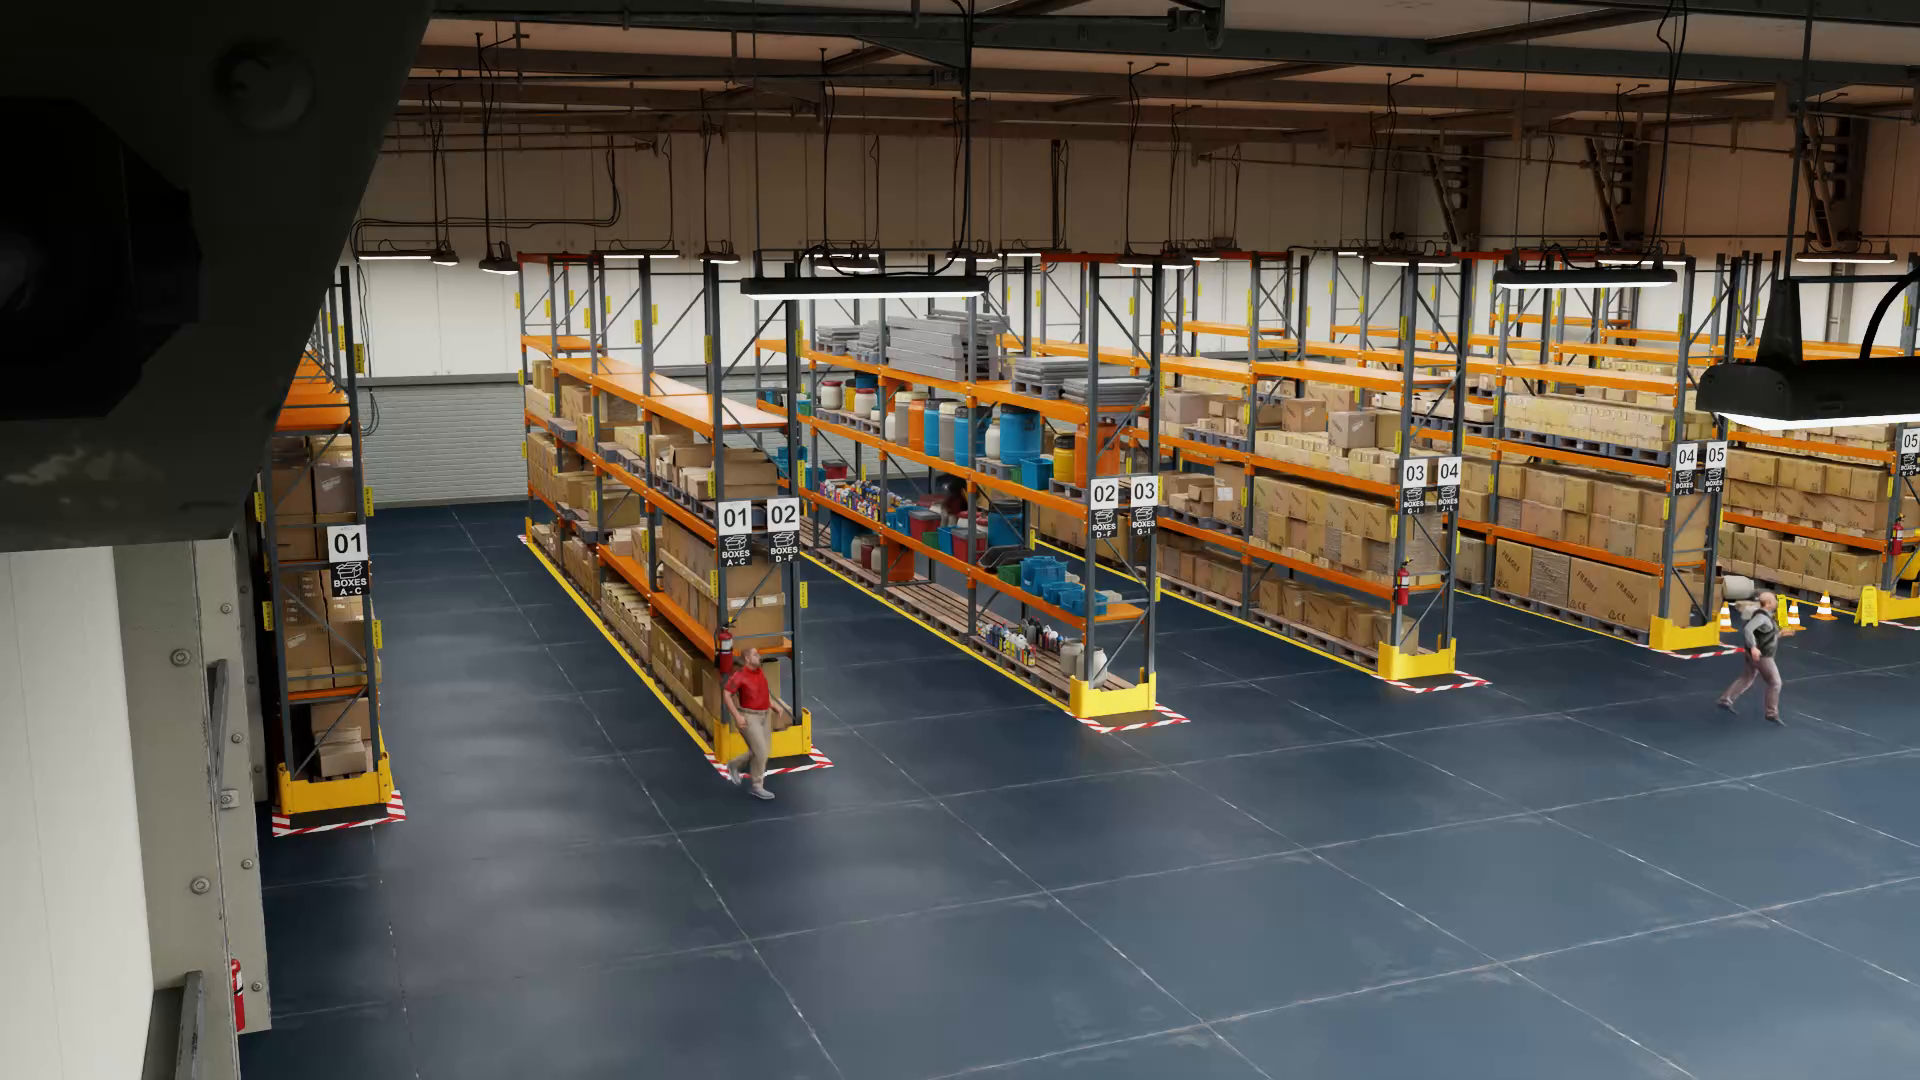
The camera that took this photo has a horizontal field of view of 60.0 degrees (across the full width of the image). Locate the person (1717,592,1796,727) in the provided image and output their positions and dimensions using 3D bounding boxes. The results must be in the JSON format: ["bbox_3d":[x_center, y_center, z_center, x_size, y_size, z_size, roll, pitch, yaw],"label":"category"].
[{"bbox_3d":[10.432,1.537,21.741,0.862,1.751,0.627,3,11,14],"label":"person"}]

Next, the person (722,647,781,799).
[{"bbox_3d":[-2.366,2.079,19.095,0.664,1.696,0.716,5,11,25],"label":"person"}]

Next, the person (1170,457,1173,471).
[{"bbox_3d":[5.426,-2.076,41.969,0.702,1.634,0.513,-9,13,-39],"label":"person"}]

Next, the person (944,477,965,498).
[{"bbox_3d":[0.031,-1.789,40.029,0.825,1.769,0.751,-3,11,-18],"label":"person"}]
